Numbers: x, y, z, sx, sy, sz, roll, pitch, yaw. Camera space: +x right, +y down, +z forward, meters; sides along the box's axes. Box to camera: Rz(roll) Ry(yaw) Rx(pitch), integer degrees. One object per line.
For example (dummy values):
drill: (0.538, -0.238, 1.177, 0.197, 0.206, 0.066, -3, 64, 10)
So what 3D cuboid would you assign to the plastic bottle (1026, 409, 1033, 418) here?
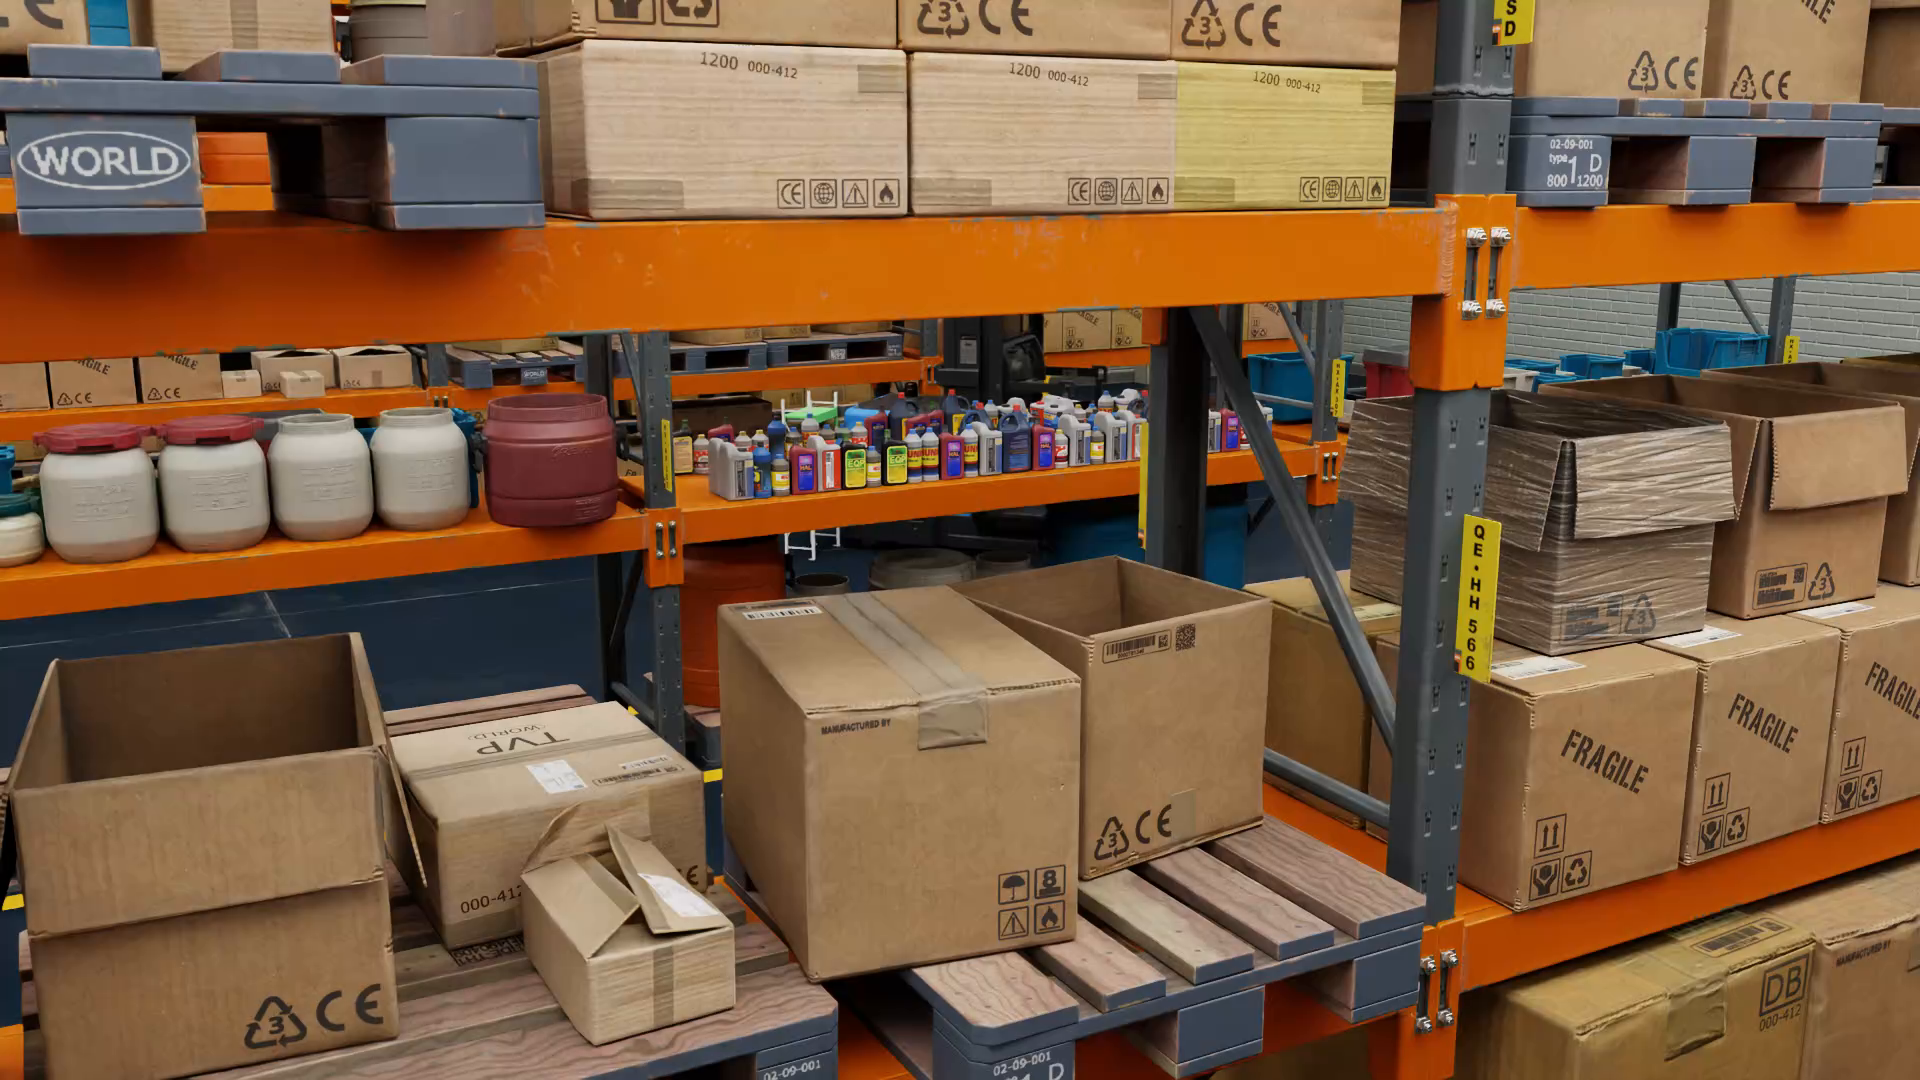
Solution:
plastic bottle: (0.378, -0.660, 9.661, 0.097, 0.201, 0.097, 0, 13, 0)

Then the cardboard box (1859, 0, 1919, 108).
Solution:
cardboard box: (2.539, -1.399, 4.468, 0.637, 0.503, 0.797, -7, 14, -29)

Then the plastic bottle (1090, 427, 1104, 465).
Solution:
plastic bottle: (0.733, -0.512, 9.007, 0.097, 0.201, 0.097, 0, 13, 0)

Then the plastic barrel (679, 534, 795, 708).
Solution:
plastic barrel: (-1.196, 0.384, 8.559, 0.708, 0.830, 0.600, -7, 14, -28)

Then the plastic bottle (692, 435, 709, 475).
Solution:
plastic bottle: (-1.356, -0.452, 8.738, 0.097, 0.201, 0.097, 0, 13, 0)

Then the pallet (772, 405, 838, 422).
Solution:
pallet: (-2.148, -1.450, 19.071, 1.213, 0.211, 1.003, -7, 14, -28)

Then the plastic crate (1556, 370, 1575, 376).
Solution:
plastic crate: (4.114, -1.106, 11.656, 0.298, 0.136, 0.250, -7, 14, -28)

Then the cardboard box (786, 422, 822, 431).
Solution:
cardboard box: (-1.480, -0.724, 14.186, 0.500, 0.500, 0.500, -7, 14, -27)

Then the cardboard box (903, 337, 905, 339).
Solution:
cardboard box: (-0.559, -2.347, 19.966, 0.250, 0.149, 0.380, -7, 14, -27)

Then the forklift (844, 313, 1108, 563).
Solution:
forklift: (0.675, -1.377, 12.553, 3.031, 2.935, 1.130, 4, 13, 19)

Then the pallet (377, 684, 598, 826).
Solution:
pallet: (-2.315, 1.019, 8.101, 1.213, 0.211, 1.003, -7, 14, -28)

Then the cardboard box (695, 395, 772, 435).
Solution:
cardboard box: (-1.895, -1.043, 13.895, 0.500, 0.250, 0.500, -7, 14, -28)

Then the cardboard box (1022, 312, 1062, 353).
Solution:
cardboard box: (0.550, -1.896, 14.473, 0.500, 0.500, 0.500, -7, 14, -27)

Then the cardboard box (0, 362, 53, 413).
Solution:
cardboard box: (-6.354, -1.131, 11.077, 0.500, 0.500, 0.500, -6, 14, -24)

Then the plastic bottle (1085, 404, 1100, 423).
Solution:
plastic bottle: (0.784, -0.708, 9.877, 0.097, 0.201, 0.097, 0, 13, 0)

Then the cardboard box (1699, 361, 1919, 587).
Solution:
cardboard box: (2.565, -0.213, 4.710, 0.637, 0.503, 0.797, -6, 14, -26)

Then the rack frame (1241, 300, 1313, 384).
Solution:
rack frame: (3.035, -2.212, 16.106, 0.127, 3.000, 1.000, -7, 14, -28)

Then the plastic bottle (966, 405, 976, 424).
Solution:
plastic bottle: (0.072, -0.621, 9.331, 0.097, 0.271, 0.097, 0, 13, 0)

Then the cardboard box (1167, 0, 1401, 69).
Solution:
cardboard box: (0.457, -1.119, 3.050, 0.500, 0.500, 0.500, -6, 14, -26)

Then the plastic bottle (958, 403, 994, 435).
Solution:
plastic bottle: (0.086, -0.552, 8.841, 0.185, 0.351, 0.144, -7, 14, -28)

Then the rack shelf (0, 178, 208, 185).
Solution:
rack shelf: (-5.742, -2.272, 11.181, 4.000, 0.370, 1.077, -7, 14, -28)

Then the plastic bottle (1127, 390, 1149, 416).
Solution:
plastic bottle: (1.013, -0.661, 9.326, 0.185, 0.351, 0.144, -7, 14, -28)

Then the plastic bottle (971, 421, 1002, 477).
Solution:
plastic bottle: (0.135, -0.484, 8.711, 0.135, 0.276, 0.152, -7, 14, -28)

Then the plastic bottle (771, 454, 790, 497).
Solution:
plastic bottle: (-0.882, -0.319, 8.147, 0.097, 0.201, 0.097, 0, 13, 0)

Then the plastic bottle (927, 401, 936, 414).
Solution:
plastic bottle: (-0.184, -0.637, 9.374, 0.133, 0.283, 0.061, -7, 14, -28)

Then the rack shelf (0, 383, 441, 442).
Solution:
rack shelf: (-5.742, -0.809, 11.511, 4.000, 0.370, 1.077, -7, 14, -28)

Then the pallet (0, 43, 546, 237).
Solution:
pallet: (-1.253, -0.566, 2.388, 1.003, 0.211, 1.213, -7, 14, -28)

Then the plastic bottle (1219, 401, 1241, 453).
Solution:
plastic bottle: (1.522, -0.642, 9.398, 0.133, 0.283, 0.061, -7, 14, -28)

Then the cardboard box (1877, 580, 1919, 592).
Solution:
cardboard box: (2.653, 0.330, 4.583, 0.500, 0.500, 0.500, -7, 14, -28)

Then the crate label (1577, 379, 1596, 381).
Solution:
crate label: (4.282, -0.975, 11.075, 0.243, 0.136, 0.396, -7, 14, -28)

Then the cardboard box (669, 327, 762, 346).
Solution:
cardboard box: (-1.997, -1.847, 13.301, 0.500, 0.500, 0.700, -12, 17, -42)

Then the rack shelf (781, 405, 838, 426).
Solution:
rack shelf: (-1.126, -0.901, 12.483, 0.258, 0.148, 0.480, 4, 13, 17)

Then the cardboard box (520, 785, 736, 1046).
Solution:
cardboard box: (-0.578, 0.627, 2.840, 0.258, 0.266, 0.396, -7, 15, -29)

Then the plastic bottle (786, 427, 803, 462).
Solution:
plastic bottle: (-0.897, -0.507, 8.982, 0.097, 0.201, 0.097, 0, 13, 0)

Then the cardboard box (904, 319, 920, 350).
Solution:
cardboard box: (-0.160, -1.942, 14.679, 0.500, 0.500, 0.500, -7, 14, -27)

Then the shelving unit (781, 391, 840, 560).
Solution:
shelving unit: (-1.125, -0.495, 12.574, 0.258, 1.200, 0.503, 4, 13, 17)

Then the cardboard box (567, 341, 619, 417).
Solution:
cardboard box: (-4.140, -1.714, 17.833, 0.750, 0.750, 0.750, -6, 14, -26)

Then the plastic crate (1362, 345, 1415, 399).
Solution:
plastic crate: (2.798, -0.942, 10.182, 0.583, 0.464, 0.402, -7, 14, -28)

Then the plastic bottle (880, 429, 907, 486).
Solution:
plastic bottle: (-0.334, -0.420, 8.409, 0.133, 0.283, 0.061, -7, 14, -28)

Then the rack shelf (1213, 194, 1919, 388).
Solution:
rack shelf: (2.512, -0.784, 4.567, 4.000, 0.370, 1.077, -7, 14, -28)

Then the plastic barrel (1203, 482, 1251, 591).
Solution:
plastic barrel: (1.408, 0.037, 9.938, 0.708, 0.901, 0.600, -7, 14, -28)

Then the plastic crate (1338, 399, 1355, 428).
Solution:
plastic crate: (2.371, -0.758, 10.111, 0.243, 0.136, 0.396, -7, 14, -28)

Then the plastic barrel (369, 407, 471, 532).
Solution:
plastic barrel: (-2.417, -0.321, 7.447, 0.421, 0.512, 0.421, 0, 13, 0)

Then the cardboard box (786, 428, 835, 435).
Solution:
cardboard box: (-1.210, -0.629, 13.763, 0.500, 0.500, 0.500, -7, 14, -28)

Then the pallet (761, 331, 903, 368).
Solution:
pallet: (-1.230, -1.635, 13.978, 1.213, 0.211, 1.003, -7, 14, -28)

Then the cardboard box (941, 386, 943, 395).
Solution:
cardboard box: (-0.347, -2.006, 19.928, 0.500, 0.500, 0.700, -7, 14, -28)

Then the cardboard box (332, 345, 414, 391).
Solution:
cardboard box: (-4.327, -1.297, 12.244, 0.500, 0.311, 0.500, -6, 14, -24)

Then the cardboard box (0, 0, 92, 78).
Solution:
cardboard box: (-1.468, -0.888, 2.201, 0.637, 0.503, 0.797, -6, 14, -26)

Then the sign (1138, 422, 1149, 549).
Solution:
sign: (0.488, -0.132, 4.229, 0.005, 0.325, 0.100, -7, 14, -28)

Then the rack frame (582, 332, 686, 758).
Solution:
rack frame: (-1.617, -0.415, 8.123, 0.127, 3.000, 1.000, -7, 14, -28)
